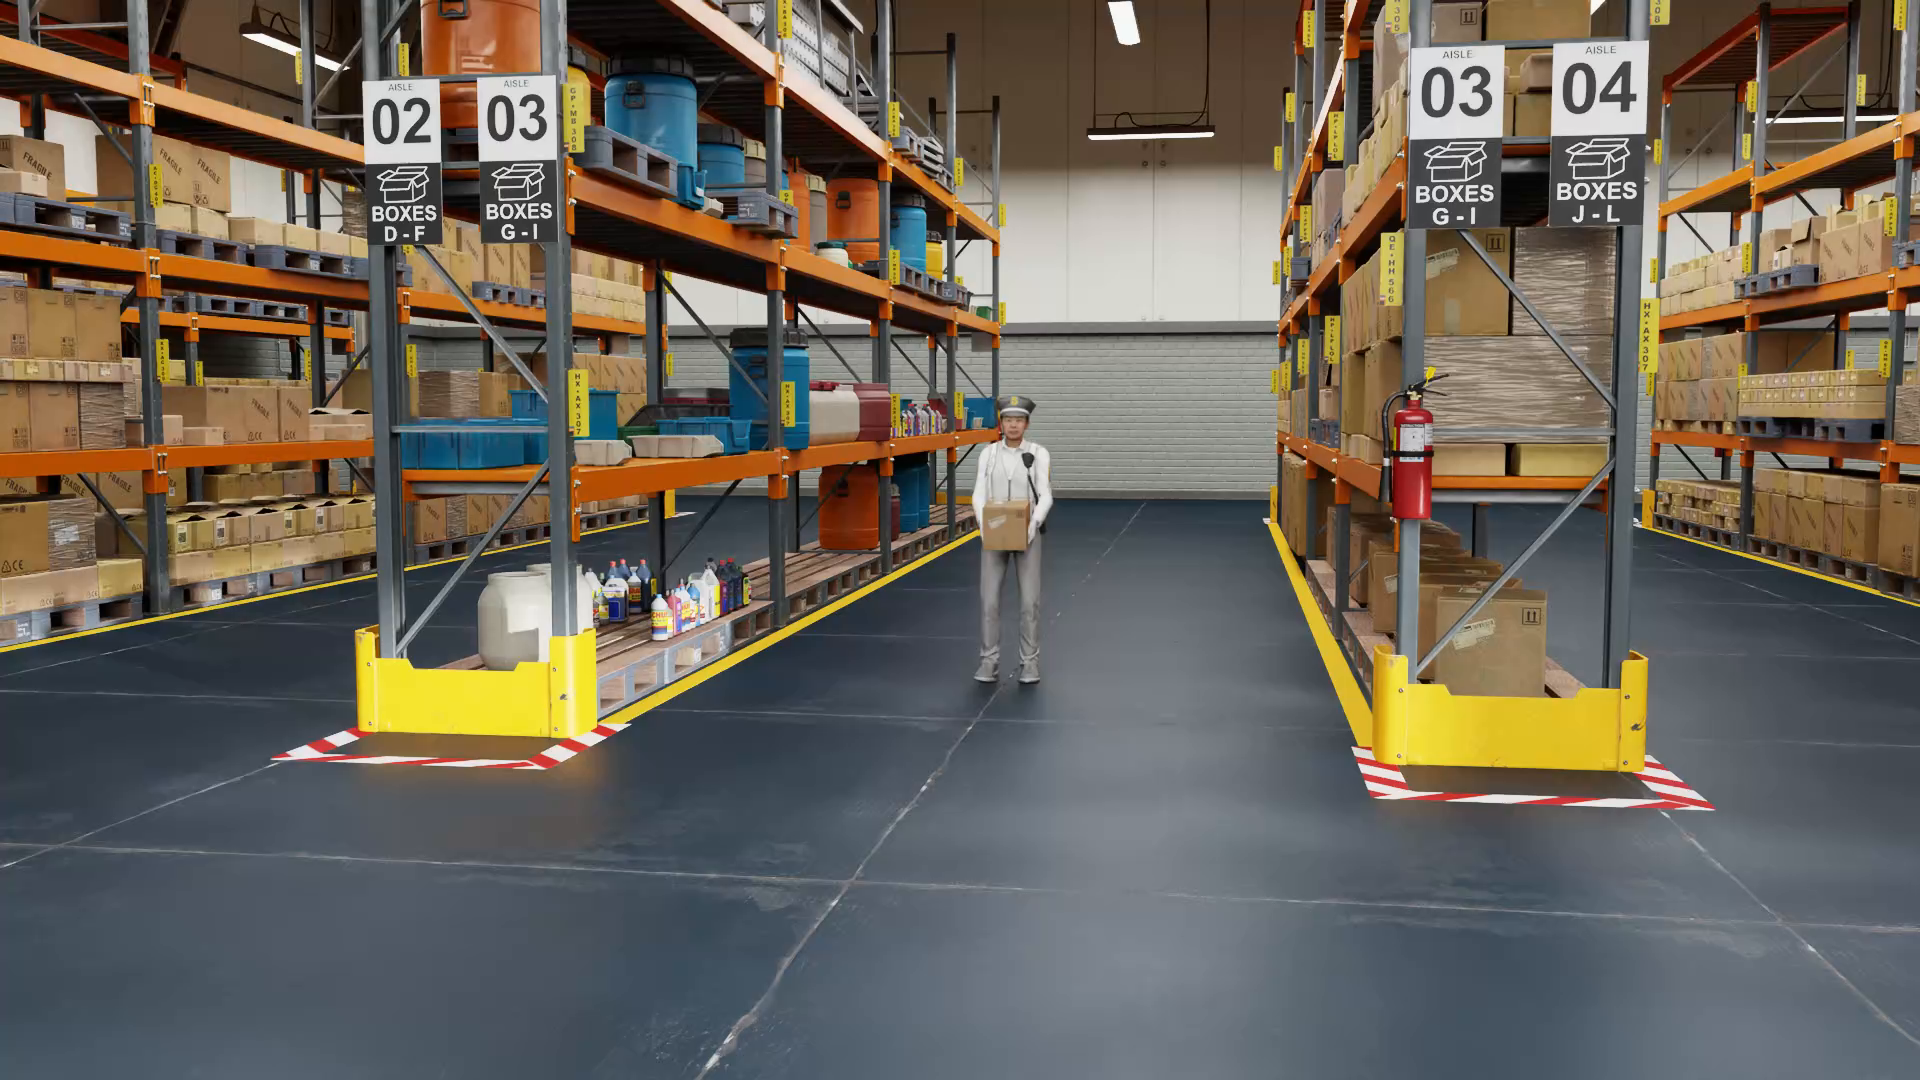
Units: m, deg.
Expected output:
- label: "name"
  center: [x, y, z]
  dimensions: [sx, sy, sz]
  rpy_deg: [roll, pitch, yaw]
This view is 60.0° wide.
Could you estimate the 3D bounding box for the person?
- label: "person"
  center: [0.302, -0.008, 9.804]
  dimensions: [0.489, 1.692, 0.487]
  rpy_deg: [1, 5, 8]
